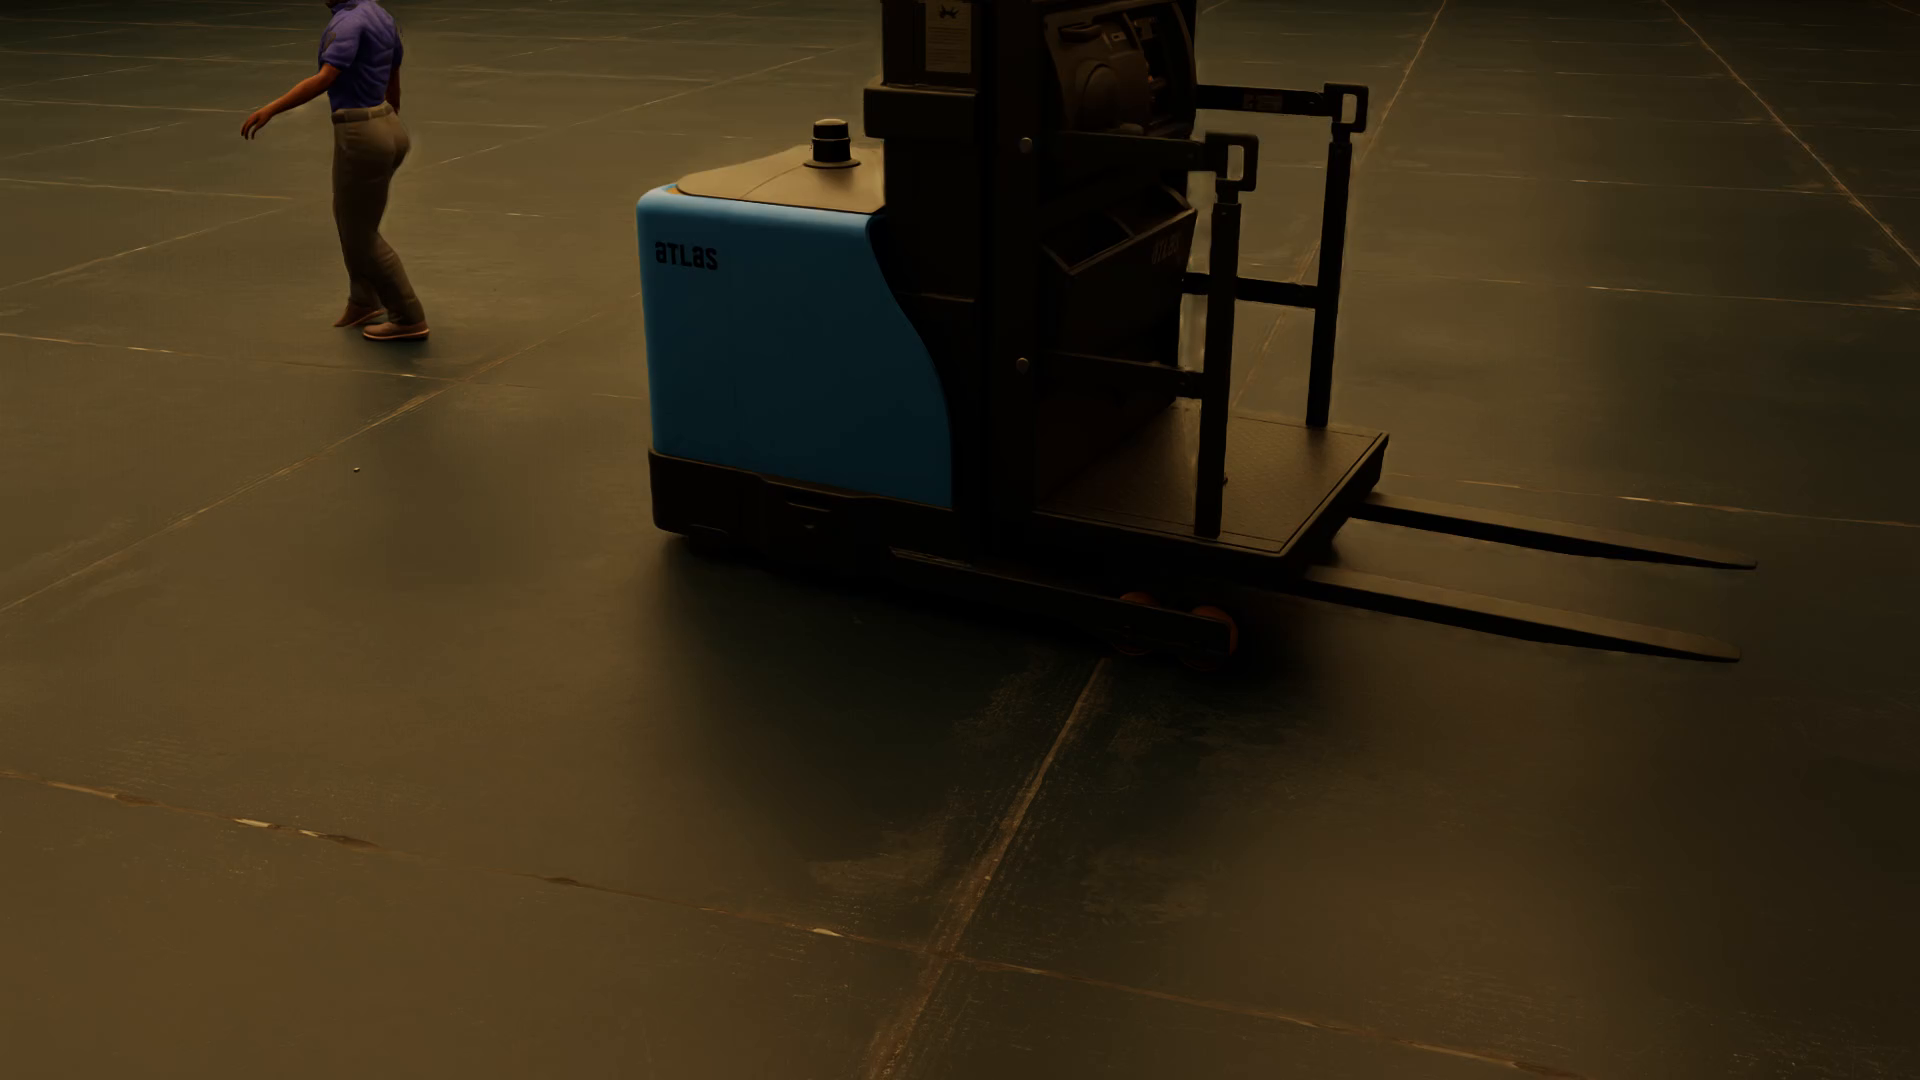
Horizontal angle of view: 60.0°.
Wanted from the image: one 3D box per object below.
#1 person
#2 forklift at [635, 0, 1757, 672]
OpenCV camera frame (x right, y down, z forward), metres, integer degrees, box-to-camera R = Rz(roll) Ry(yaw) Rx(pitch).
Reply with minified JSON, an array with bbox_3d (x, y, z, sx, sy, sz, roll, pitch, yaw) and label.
[{"bbox_3d":[-2.581,-1.640,7.033,0.551,1.687,0.899,2,22,4],"label":"person"},{"bbox_3d":[0.614,-1.246,4.299,3.031,2.935,1.130,11,25,25],"label":"forklift"}]
